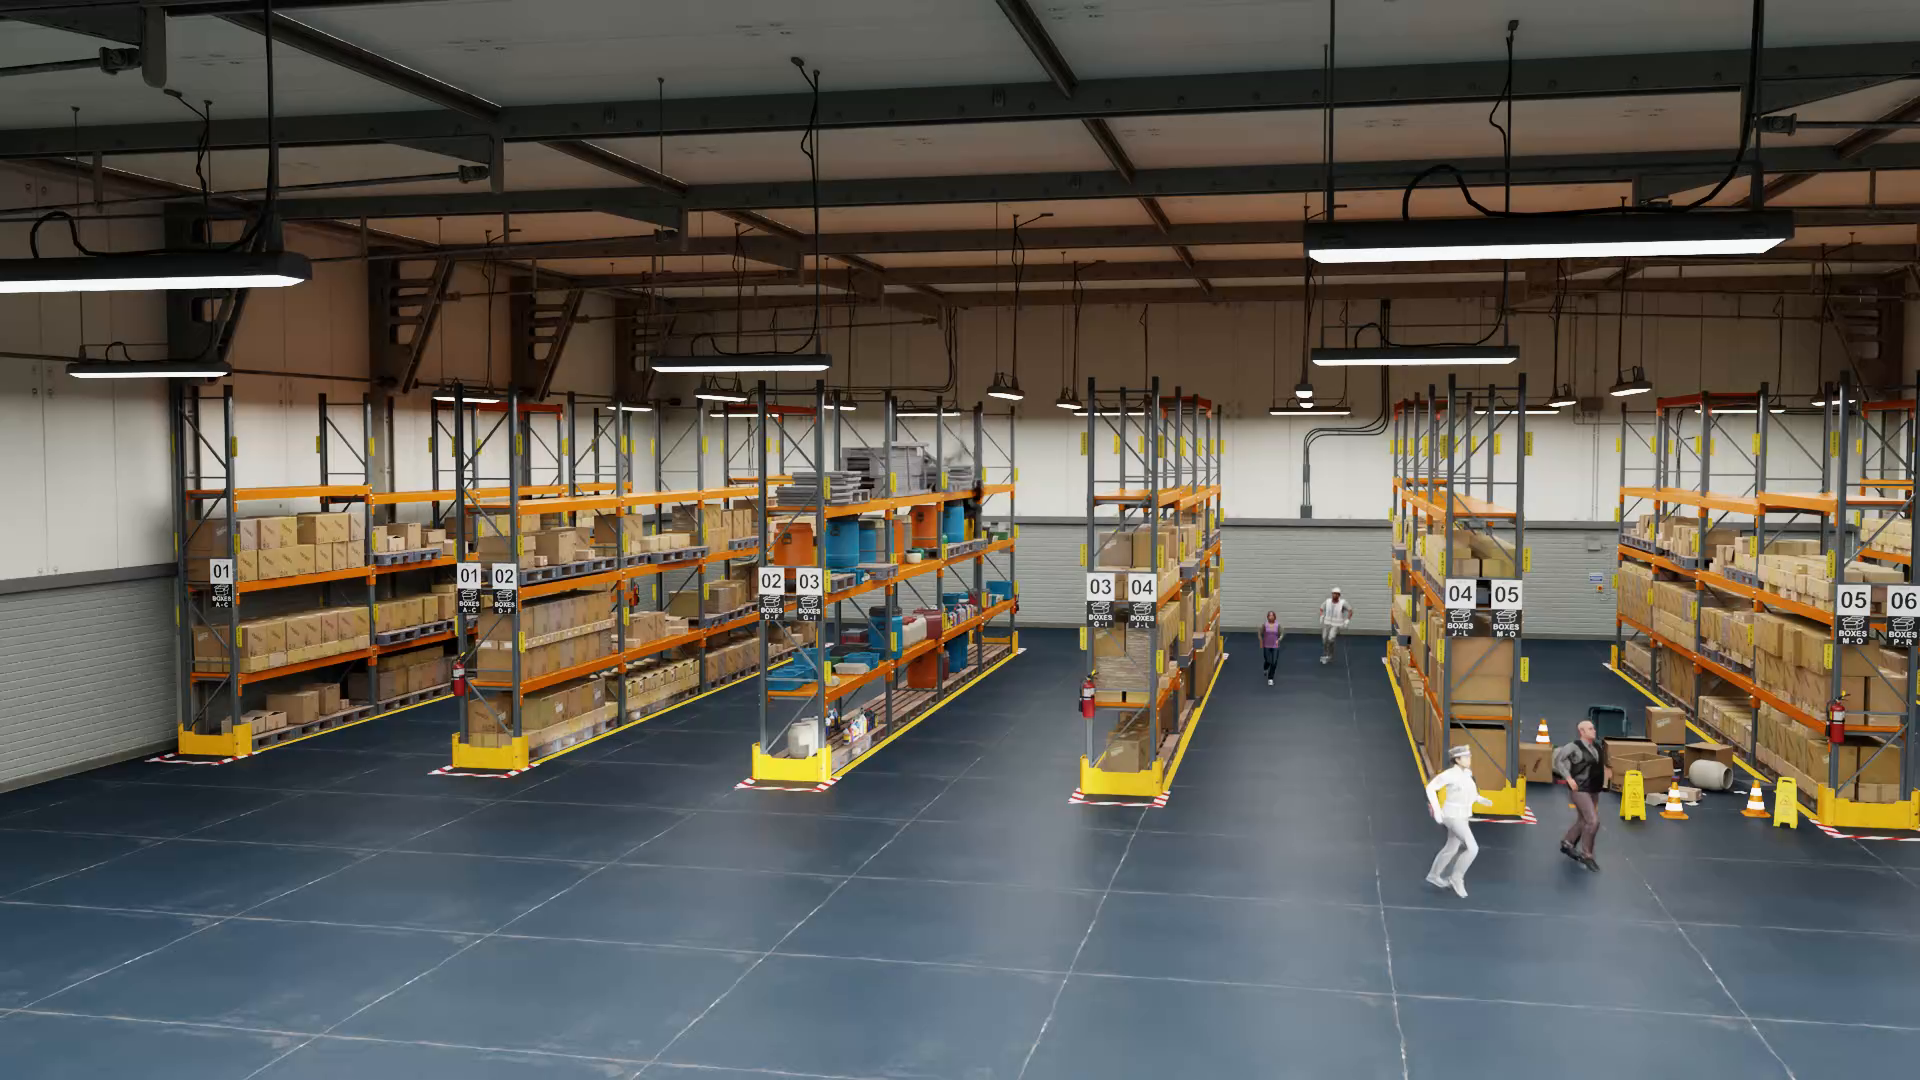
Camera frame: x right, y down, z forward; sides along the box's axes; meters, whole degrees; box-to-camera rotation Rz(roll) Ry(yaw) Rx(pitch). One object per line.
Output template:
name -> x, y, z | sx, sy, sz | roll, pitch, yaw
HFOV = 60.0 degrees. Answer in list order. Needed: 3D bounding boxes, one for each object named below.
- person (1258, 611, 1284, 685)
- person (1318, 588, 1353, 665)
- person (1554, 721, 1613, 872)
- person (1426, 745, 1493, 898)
person -> 6.552, 2.270, 35.054 | 0.536, 1.555, 0.544 | 0, 3, 4
person -> 8.623, 1.989, 38.382 | 0.744, 1.791, 0.675 | 2, 4, 33
person -> 7.458, 3.045, 19.855 | 0.650, 1.784, 0.697 | -2, 4, -33
person -> 5.558, 3.123, 18.549 | 0.783, 1.714, 0.572 | 3, 4, 43
